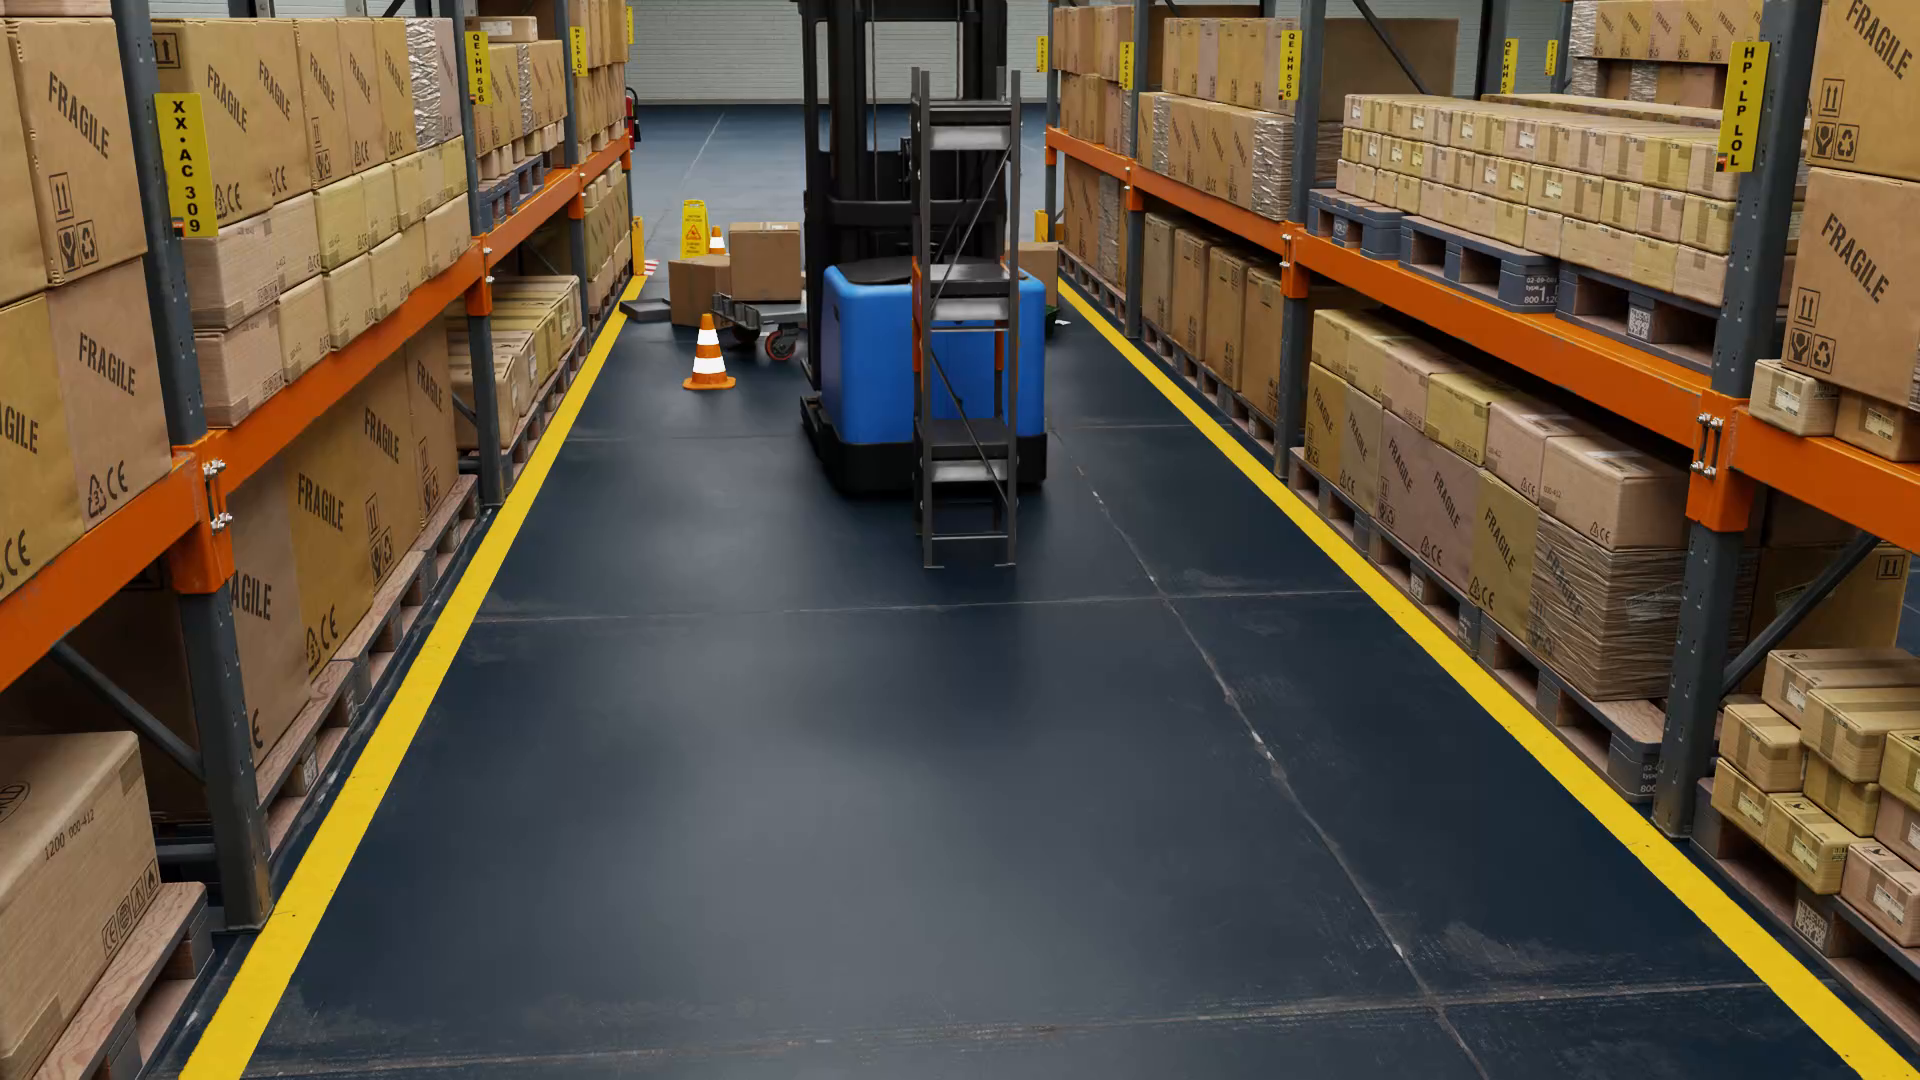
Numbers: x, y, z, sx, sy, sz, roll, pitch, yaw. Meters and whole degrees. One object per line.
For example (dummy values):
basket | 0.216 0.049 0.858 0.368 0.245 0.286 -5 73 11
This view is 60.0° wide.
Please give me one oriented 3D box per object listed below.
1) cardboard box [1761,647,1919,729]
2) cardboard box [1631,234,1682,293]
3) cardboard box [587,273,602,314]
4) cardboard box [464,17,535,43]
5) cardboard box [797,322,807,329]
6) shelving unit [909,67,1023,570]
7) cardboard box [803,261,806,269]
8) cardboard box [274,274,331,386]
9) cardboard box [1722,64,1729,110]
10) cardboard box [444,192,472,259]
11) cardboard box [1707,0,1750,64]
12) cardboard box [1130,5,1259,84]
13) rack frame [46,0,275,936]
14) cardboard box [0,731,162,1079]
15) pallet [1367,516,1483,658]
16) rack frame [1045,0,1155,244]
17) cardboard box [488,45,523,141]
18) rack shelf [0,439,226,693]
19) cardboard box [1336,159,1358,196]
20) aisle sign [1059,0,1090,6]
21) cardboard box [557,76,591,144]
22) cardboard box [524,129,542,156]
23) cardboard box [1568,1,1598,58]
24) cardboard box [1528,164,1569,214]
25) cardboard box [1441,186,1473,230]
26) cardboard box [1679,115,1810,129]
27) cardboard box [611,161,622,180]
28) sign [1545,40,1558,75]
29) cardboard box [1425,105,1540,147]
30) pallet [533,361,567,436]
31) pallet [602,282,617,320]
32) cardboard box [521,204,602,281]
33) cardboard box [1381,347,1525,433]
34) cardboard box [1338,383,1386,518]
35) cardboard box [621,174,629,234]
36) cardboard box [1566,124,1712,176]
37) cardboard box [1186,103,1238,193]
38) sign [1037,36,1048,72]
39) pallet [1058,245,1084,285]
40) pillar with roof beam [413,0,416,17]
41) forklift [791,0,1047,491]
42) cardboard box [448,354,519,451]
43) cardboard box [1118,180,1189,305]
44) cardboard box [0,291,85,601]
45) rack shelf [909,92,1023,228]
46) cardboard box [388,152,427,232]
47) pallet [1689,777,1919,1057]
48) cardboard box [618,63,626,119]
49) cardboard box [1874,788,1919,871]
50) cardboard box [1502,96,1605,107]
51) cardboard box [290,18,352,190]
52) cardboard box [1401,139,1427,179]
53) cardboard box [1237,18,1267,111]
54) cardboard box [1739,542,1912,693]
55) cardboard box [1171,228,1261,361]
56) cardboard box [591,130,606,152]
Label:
cardboard box | 2.399 0.403 4.450 0.380 0.149 0.250 -1 17 -3
cardboard box | 2.304 -0.852 5.101 0.380 0.149 0.250 -2 18 -5
cardboard box | -2.961 -1.855 12.467 0.500 0.250 0.500 -3 18 -8
cardboard box | -2.761 -3.065 9.985 0.380 0.149 0.250 -3 18 -8
cardboard box | -1.118 -1.787 12.925 0.396 0.266 0.258 16 24 42
shelving unit | 0.017 -0.952 7.205 0.431 2.100 0.503 -2 18 -6
cardboard box | -0.882 -2.338 14.284 0.637 0.503 0.797 16 24 42
cardboard box | -2.181 -0.621 4.897 0.500 0.250 0.500 -2 18 -7
cardboard box | 6.687 -3.564 13.358 0.875 0.500 0.500 -2 18 -6
cardboard box | -2.446 -1.376 7.304 0.500 0.250 0.500 -2 18 -8
cardboard box | 6.316 -4.030 13.172 0.500 0.500 0.500 -2 18 -6
cardboard box | 1.741 -3.663 12.284 0.875 0.550 0.550 -2 18 -6
rack frame | -2.343 -0.399 3.940 1.000 3.000 0.127 -2 18 -6
cardboard box | -2.385 0.814 3.654 0.875 0.438 0.875 -2 18 -6
pallet | 2.359 0.152 6.839 1.003 0.211 1.213 -2 18 -6
rack frame | 1.332 -4.157 15.911 1.000 3.000 0.127 -2 18 -6
cardboard box | -2.694 -2.435 9.060 0.500 0.500 0.500 -1 17 -5
rack shelf | -2.137 0.540 2.149 1.077 0.370 4.000 -2 18 -6
cardboard box | 2.003 -1.715 7.849 0.380 0.149 0.250 -2 18 -6
aisle sign | 1.026 -5.409 15.559 0.394 0.787 0.004 -2 18 -6
cardboard box | -2.937 -3.112 11.917 0.500 0.500 0.500 -2 18 -6
cardboard box | -2.750 -2.414 10.076 0.380 0.149 0.250 -2 18 -6
cardboard box | 6.062 -4.775 15.545 0.500 0.500 0.500 -2 18 -6
cardboard box | 2.223 -1.228 5.803 0.380 0.149 0.250 -3 18 -8
cardboard box | 2.141 -1.320 6.591 0.380 0.149 0.250 -2 17 -5
cardboard box | 2.852 -1.463 6.054 0.380 0.149 0.250 -1 17 -4
cardboard box | -3.134 -3.192 14.391 0.380 0.149 0.250 -1 17 -4
sign | 5.736 -4.676 16.120 0.100 0.325 0.005 -2 18 -6
cardboard box | 2.120 -1.682 6.751 0.380 0.149 0.250 -1 17 -3
pallet | -2.958 -0.856 10.050 1.003 0.211 1.213 -2 18 -6
pallet | -3.402 -2.015 13.744 1.003 0.211 1.213 -2 18 -6
cardboard box | -2.961 -2.213 12.355 0.500 0.500 0.500 -1 17 -3
cardboard box | 2.078 -0.627 6.887 0.500 0.250 0.500 -2 18 -5
cardboard box | 2.032 -0.413 7.457 0.500 0.500 0.500 -2 17 -5
cardboard box | -3.239 -2.990 14.830 0.500 0.500 0.500 -2 18 -5
cardboard box | 2.254 -1.295 5.519 0.380 0.149 0.250 -2 18 -6
cardboard box | 1.685 -2.397 10.138 0.500 0.500 0.500 -2 17 -5
sign | 0.779 -4.593 15.720 0.100 0.325 0.005 -2 18 -6
pallet | 1.492 -2.591 15.577 1.003 0.211 1.213 -2 18 -6
pillar with roof beam | -7.536 -13.730 36.387 9.100 9.000 0.400 -2 18 -6
forklift | -0.337 -2.039 9.278 1.130 2.935 3.031 -3 18 -10
cardboard box | -2.804 -0.706 8.603 0.950 0.372 0.625 -3 18 -9
cardboard box | 1.749 -2.342 12.974 0.875 0.875 0.875 -2 17 -5
cardboard box | -1.983 -0.163 3.022 0.500 0.500 0.500 -2 18 -7
rack shelf | 0.017 -1.607 7.000 0.431 0.518 0.480 -2 18 -6
cardboard box | -2.324 -1.317 6.278 0.500 0.250 0.500 -2 18 -7
pallet | 2.674 0.948 4.306 1.003 0.211 1.213 -2 18 -6
cardboard box | -3.251 -4.010 14.780 0.500 0.500 0.500 -2 18 -7
cardboard box | 2.465 0.698 4.008 0.380 0.149 0.250 -2 18 -6
cardboard box | 2.687 -1.931 7.546 0.380 0.149 0.250 -2 18 -6
cardboard box | -2.232 -1.364 5.177 0.500 0.500 0.500 -2 18 -7
cardboard box | 2.095 -1.610 7.021 0.380 0.149 0.250 -2 18 -5
cardboard box | 2.012 -2.736 9.547 0.700 0.500 0.500 -2 18 -6
cardboard box | 2.757 0.182 5.561 0.500 0.500 0.500 -1 17 -3
cardboard box | 1.994 -1.623 10.893 1.050 0.750 0.750 -2 18 -6
cardboard box | -3.005 -3.148 13.115 0.380 0.149 0.250 -2 18 -5
